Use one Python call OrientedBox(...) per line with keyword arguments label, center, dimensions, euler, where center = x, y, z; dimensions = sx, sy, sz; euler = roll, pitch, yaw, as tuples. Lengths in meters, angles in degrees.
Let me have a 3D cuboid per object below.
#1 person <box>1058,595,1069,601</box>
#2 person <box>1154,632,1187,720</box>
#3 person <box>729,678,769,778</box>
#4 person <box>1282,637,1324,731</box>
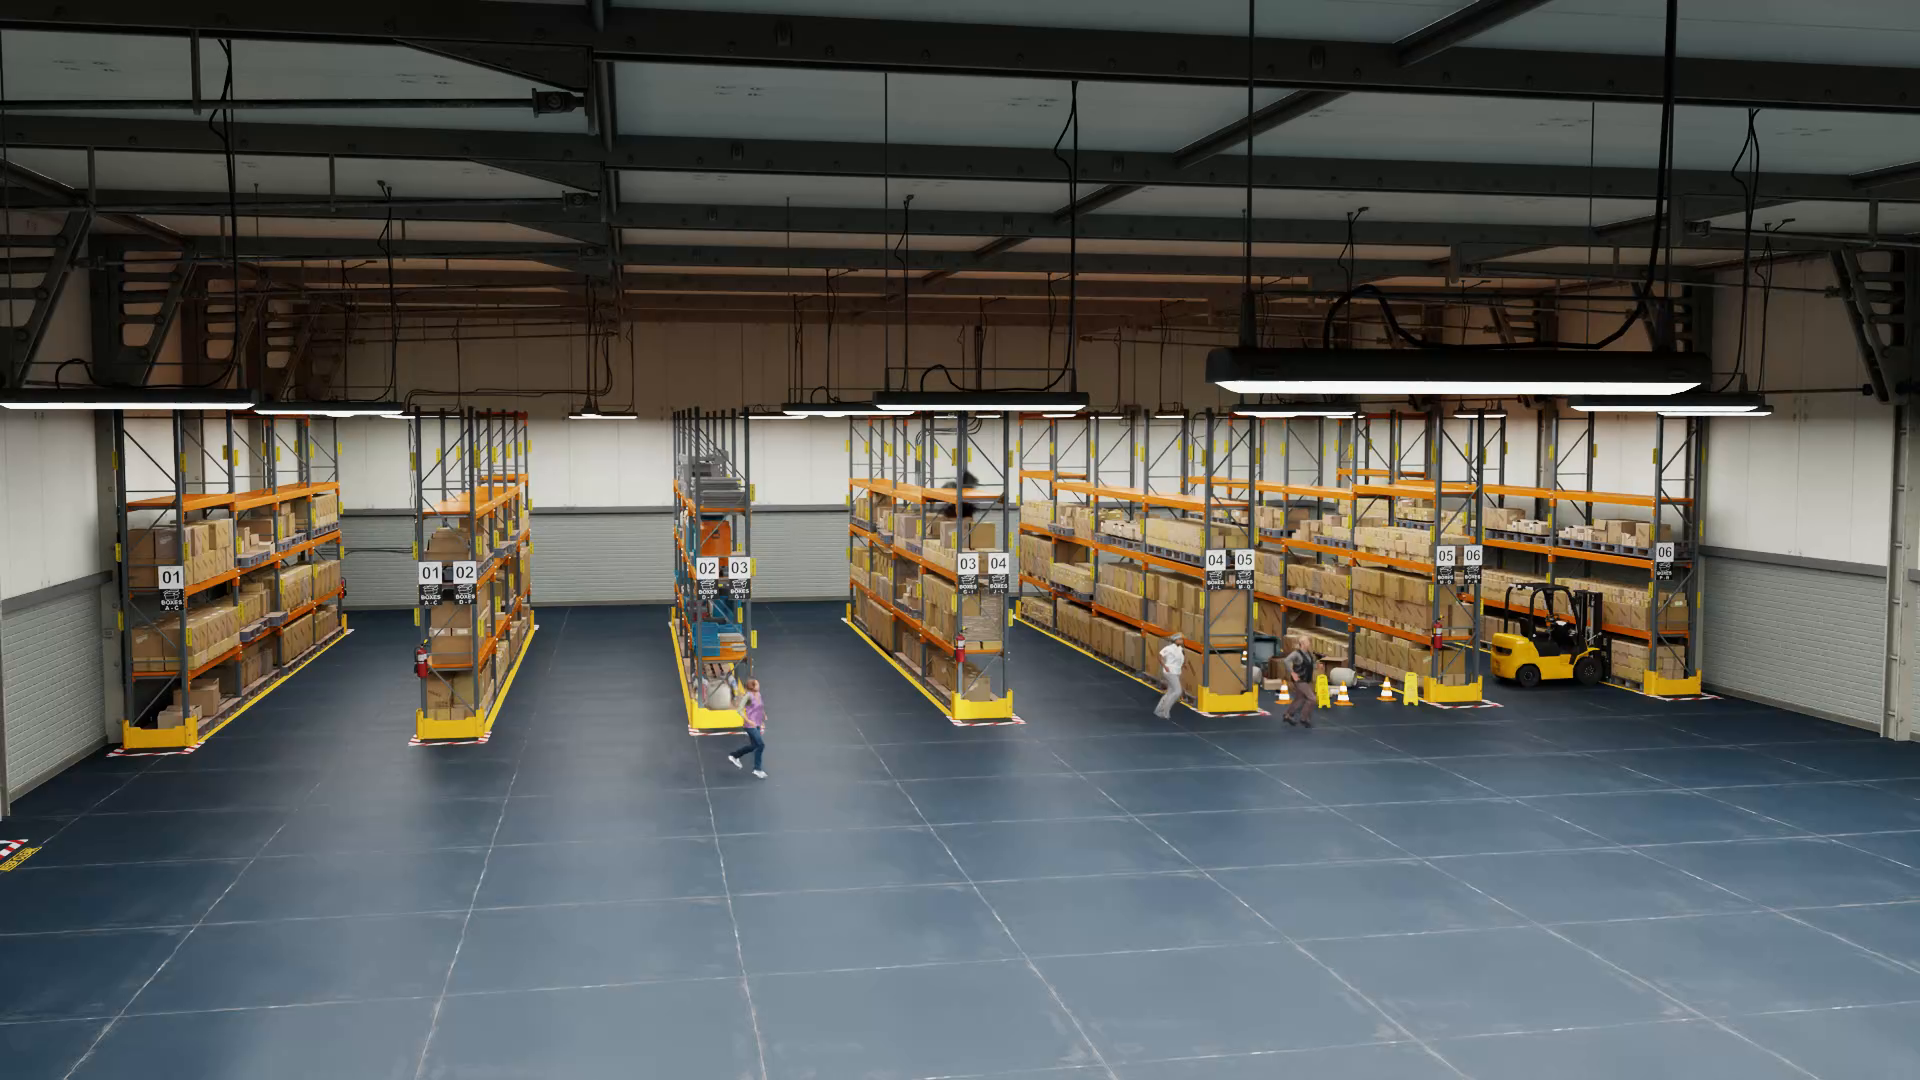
OrientedBox(label="person", center=(3.240, 1.349, 50.745), dimensions=(0.548, 1.557, 0.538), euler=(-3, 5, -34))
OrientedBox(label="person", center=(4.104, 2.608, 32.137), dimensions=(0.629, 1.672, 0.601), euler=(3, 5, 33))
OrientedBox(label="person", center=(-3.410, 3.028, 26.875), dimensions=(0.715, 1.610, 0.555), euler=(2, 4, 21))
OrientedBox(label="person", center=(6.345, 2.674, 30.923), dimensions=(0.824, 1.747, 0.688), euler=(3, 5, 33))
